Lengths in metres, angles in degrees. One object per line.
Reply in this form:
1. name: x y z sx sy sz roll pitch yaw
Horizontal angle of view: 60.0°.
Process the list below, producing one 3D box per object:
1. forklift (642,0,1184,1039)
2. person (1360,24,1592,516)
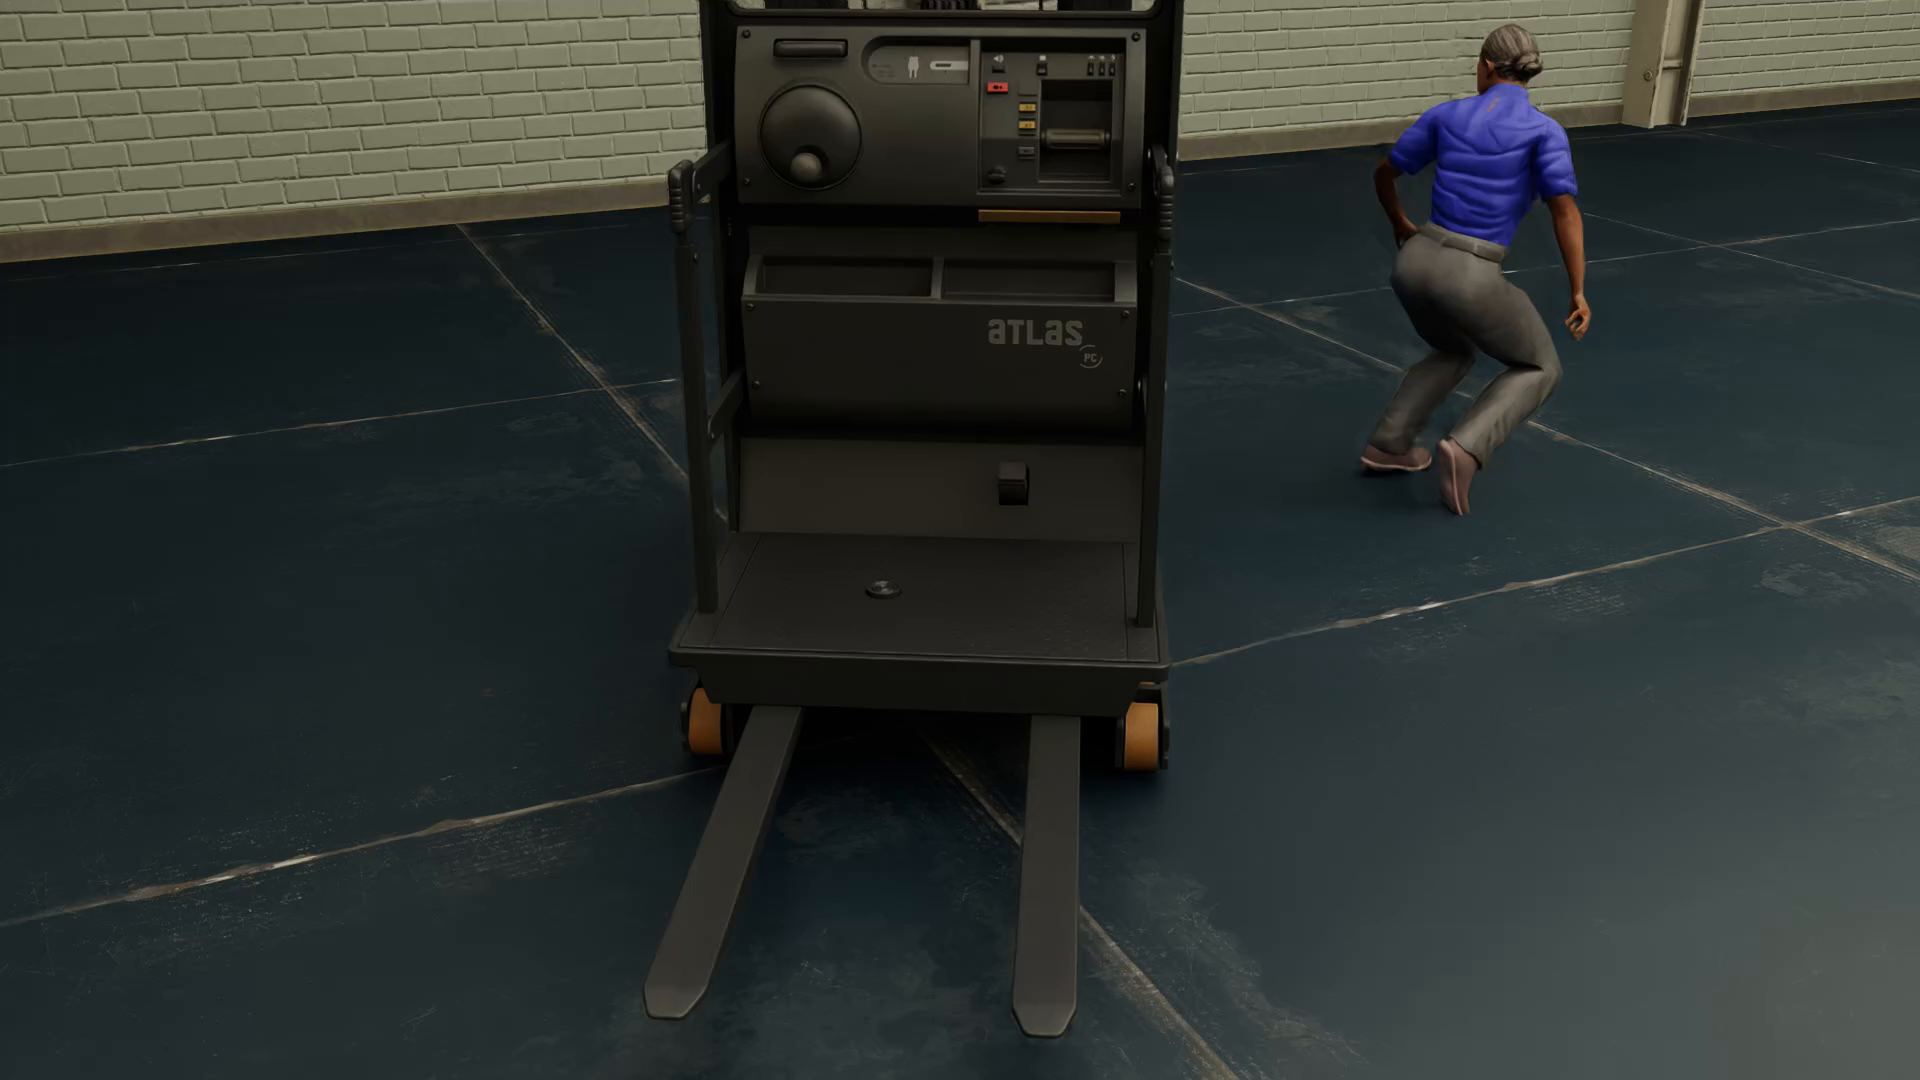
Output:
1. forklift: -0.061 -0.950 3.574 1.130 2.935 3.031 2 23 4
2. person: 1.633 -0.828 5.247 0.492 1.503 0.885 -16 27 -34
